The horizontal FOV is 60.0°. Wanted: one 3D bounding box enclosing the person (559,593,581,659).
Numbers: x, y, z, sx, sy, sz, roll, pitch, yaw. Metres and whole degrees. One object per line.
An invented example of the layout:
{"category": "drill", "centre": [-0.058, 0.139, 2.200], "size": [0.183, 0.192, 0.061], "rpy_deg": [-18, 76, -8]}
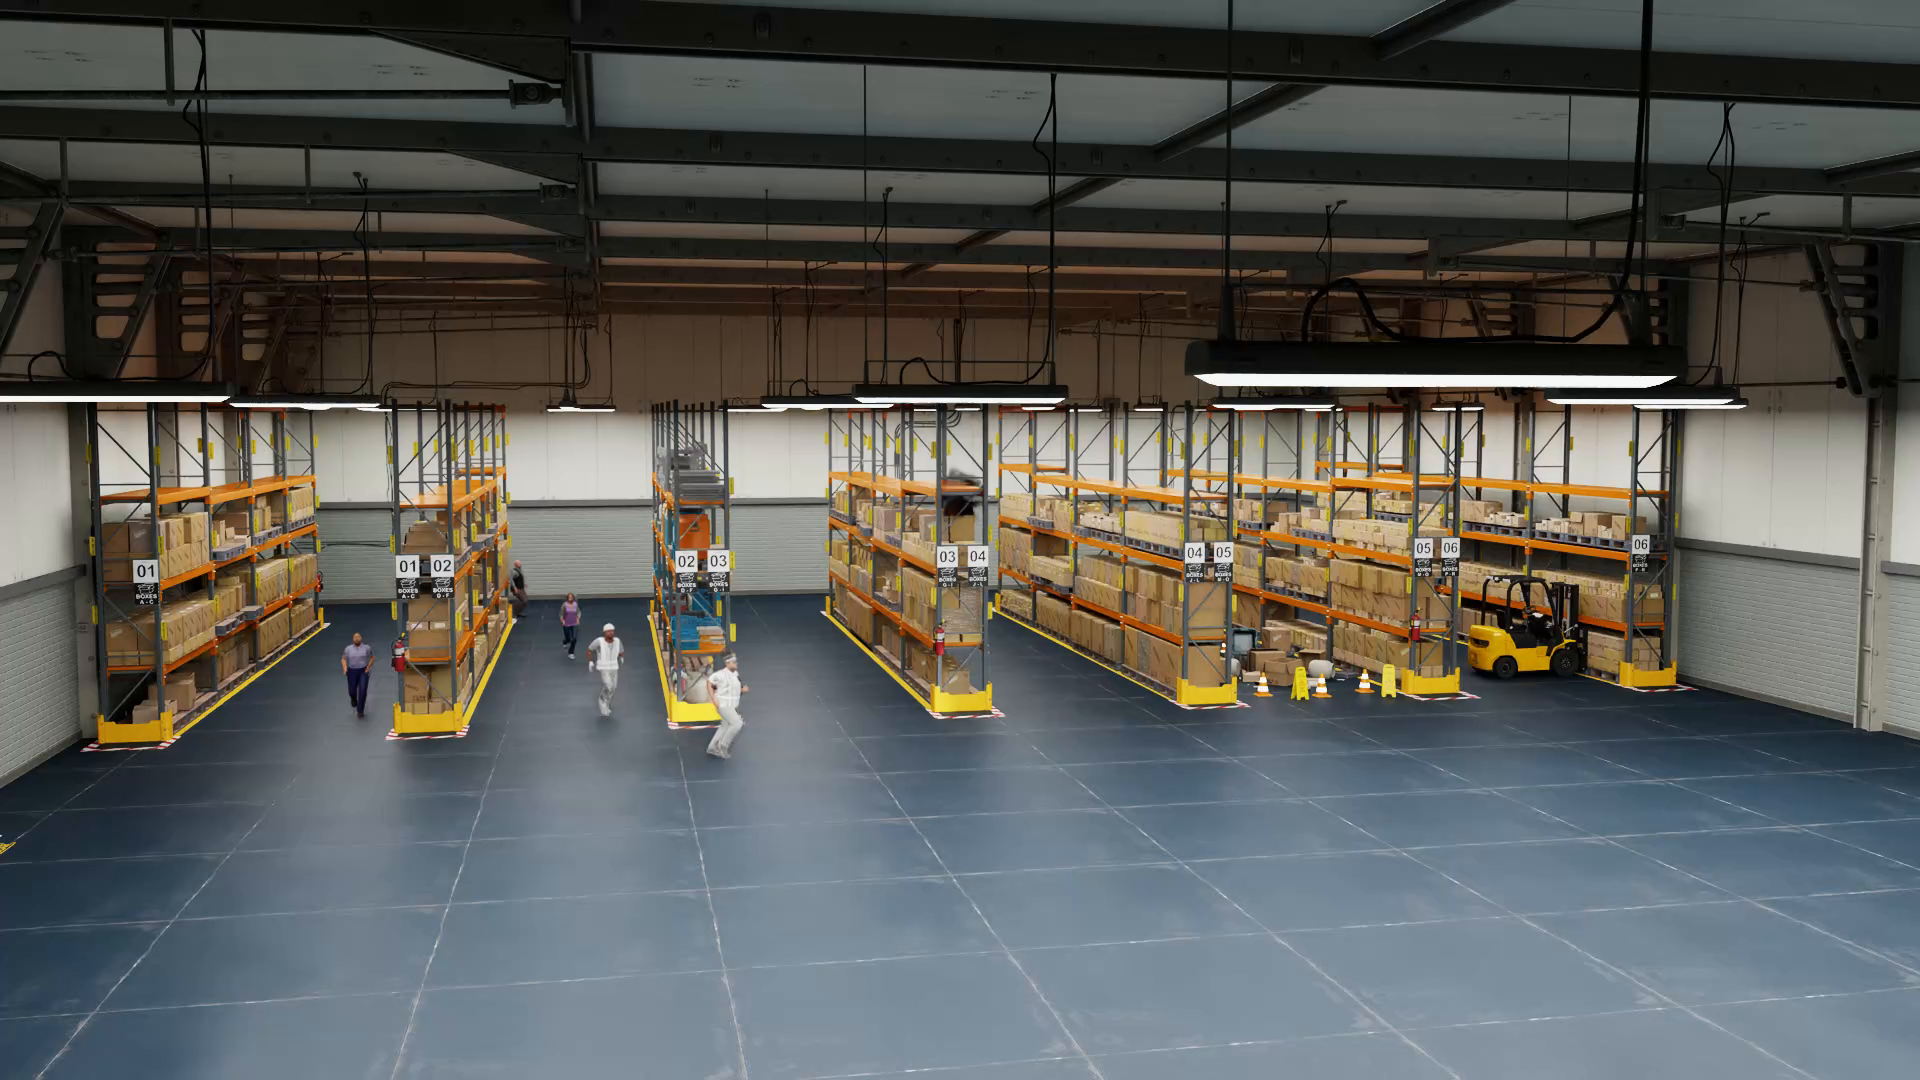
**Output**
{"category": "person", "centre": [-9.194, 2.004, 39.194], "size": [0.522, 1.554, 0.598], "rpy_deg": [-2, 5, -24]}

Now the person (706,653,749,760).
{"category": "person", "centre": [-3.871, 2.767, 27.679], "size": [0.762, 1.782, 0.645], "rpy_deg": [1, 4, 17]}

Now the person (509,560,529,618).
{"category": "person", "centre": [-12.428, 1.379, 46.697], "size": [0.539, 1.661, 0.706], "rpy_deg": [0, 4, 4]}

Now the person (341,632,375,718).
{"category": "person", "centre": [-11.459, 2.550, 31.690], "size": [0.614, 1.609, 0.575], "rpy_deg": [-1, 5, -17]}

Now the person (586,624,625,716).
{"category": "person", "centre": [-6.661, 2.458, 31.518], "size": [0.667, 1.748, 0.760], "rpy_deg": [-4, 6, -40]}
